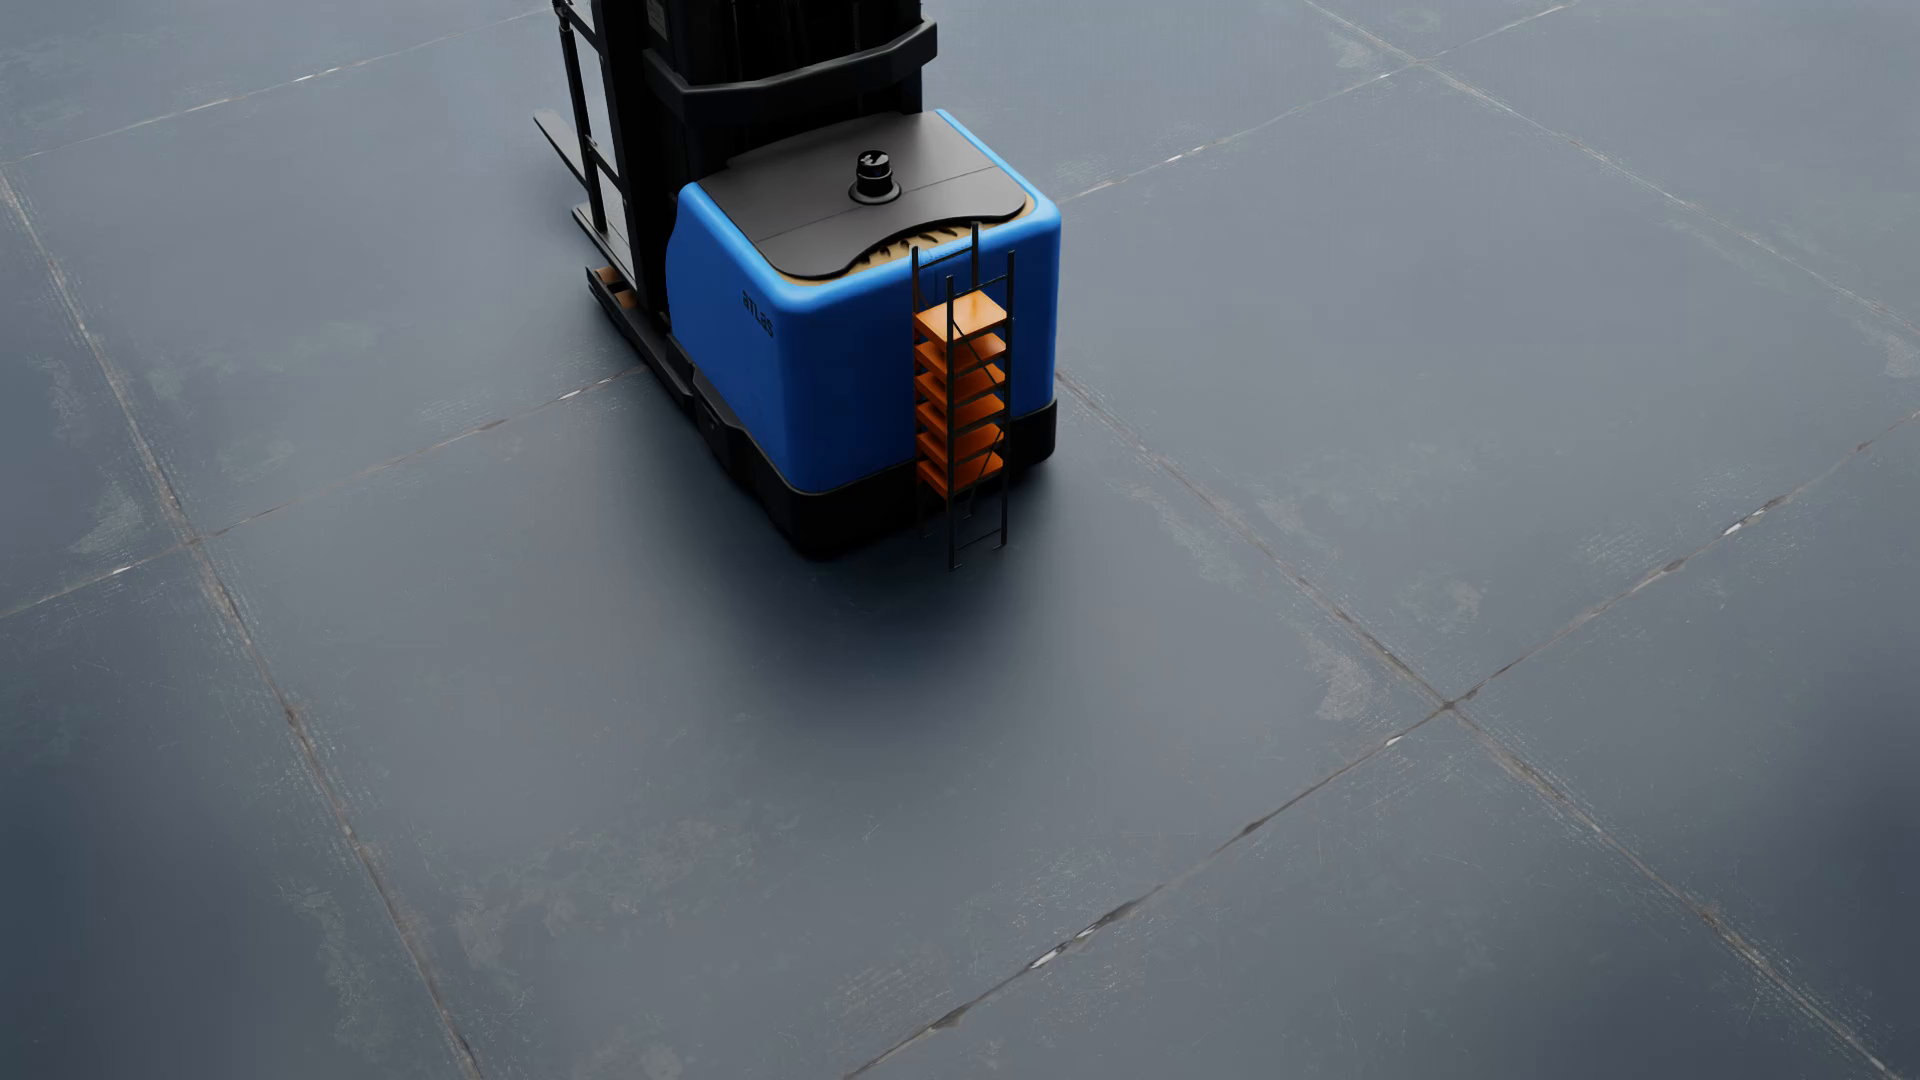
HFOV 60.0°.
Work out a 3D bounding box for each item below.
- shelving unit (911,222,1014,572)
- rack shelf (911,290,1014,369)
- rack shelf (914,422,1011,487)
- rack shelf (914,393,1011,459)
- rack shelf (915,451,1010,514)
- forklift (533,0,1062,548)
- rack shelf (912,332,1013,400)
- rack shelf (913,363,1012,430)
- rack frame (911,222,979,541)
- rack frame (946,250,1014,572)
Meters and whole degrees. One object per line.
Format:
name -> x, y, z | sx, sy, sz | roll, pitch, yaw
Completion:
shelving unit -> 0.008, -0.426, 5.327 | 0.258, 1.200, 0.189 | -26, 49, -24
rack shelf -> 0.008, -0.654, 5.109 | 0.258, 0.103, 0.180 | -26, 49, -24
rack shelf -> 0.008, -0.307, 5.441 | 0.258, 0.103, 0.180 | -26, 49, -24
rack shelf -> 0.008, -0.394, 5.358 | 0.258, 0.103, 0.180 | -26, 49, -24
rack shelf -> 0.008, -0.220, 5.524 | 0.258, 0.103, 0.180 | -26, 49, -24
forklift -> -0.844, -2.037, 5.761 | 1.130, 2.935, 3.031 | -22, 48, -22
rack shelf -> 0.008, -0.567, 5.192 | 0.258, 0.103, 0.180 | -26, 49, -24
rack shelf -> 0.008, -0.480, 5.275 | 0.258, 0.103, 0.180 | -26, 49, -24
rack frame -> -0.044, -0.478, 5.381 | 0.240, 1.200, 0.006 | -26, 49, -24
rack frame -> 0.061, -0.374, 5.273 | 0.240, 1.200, 0.006 | -26, 49, -24
